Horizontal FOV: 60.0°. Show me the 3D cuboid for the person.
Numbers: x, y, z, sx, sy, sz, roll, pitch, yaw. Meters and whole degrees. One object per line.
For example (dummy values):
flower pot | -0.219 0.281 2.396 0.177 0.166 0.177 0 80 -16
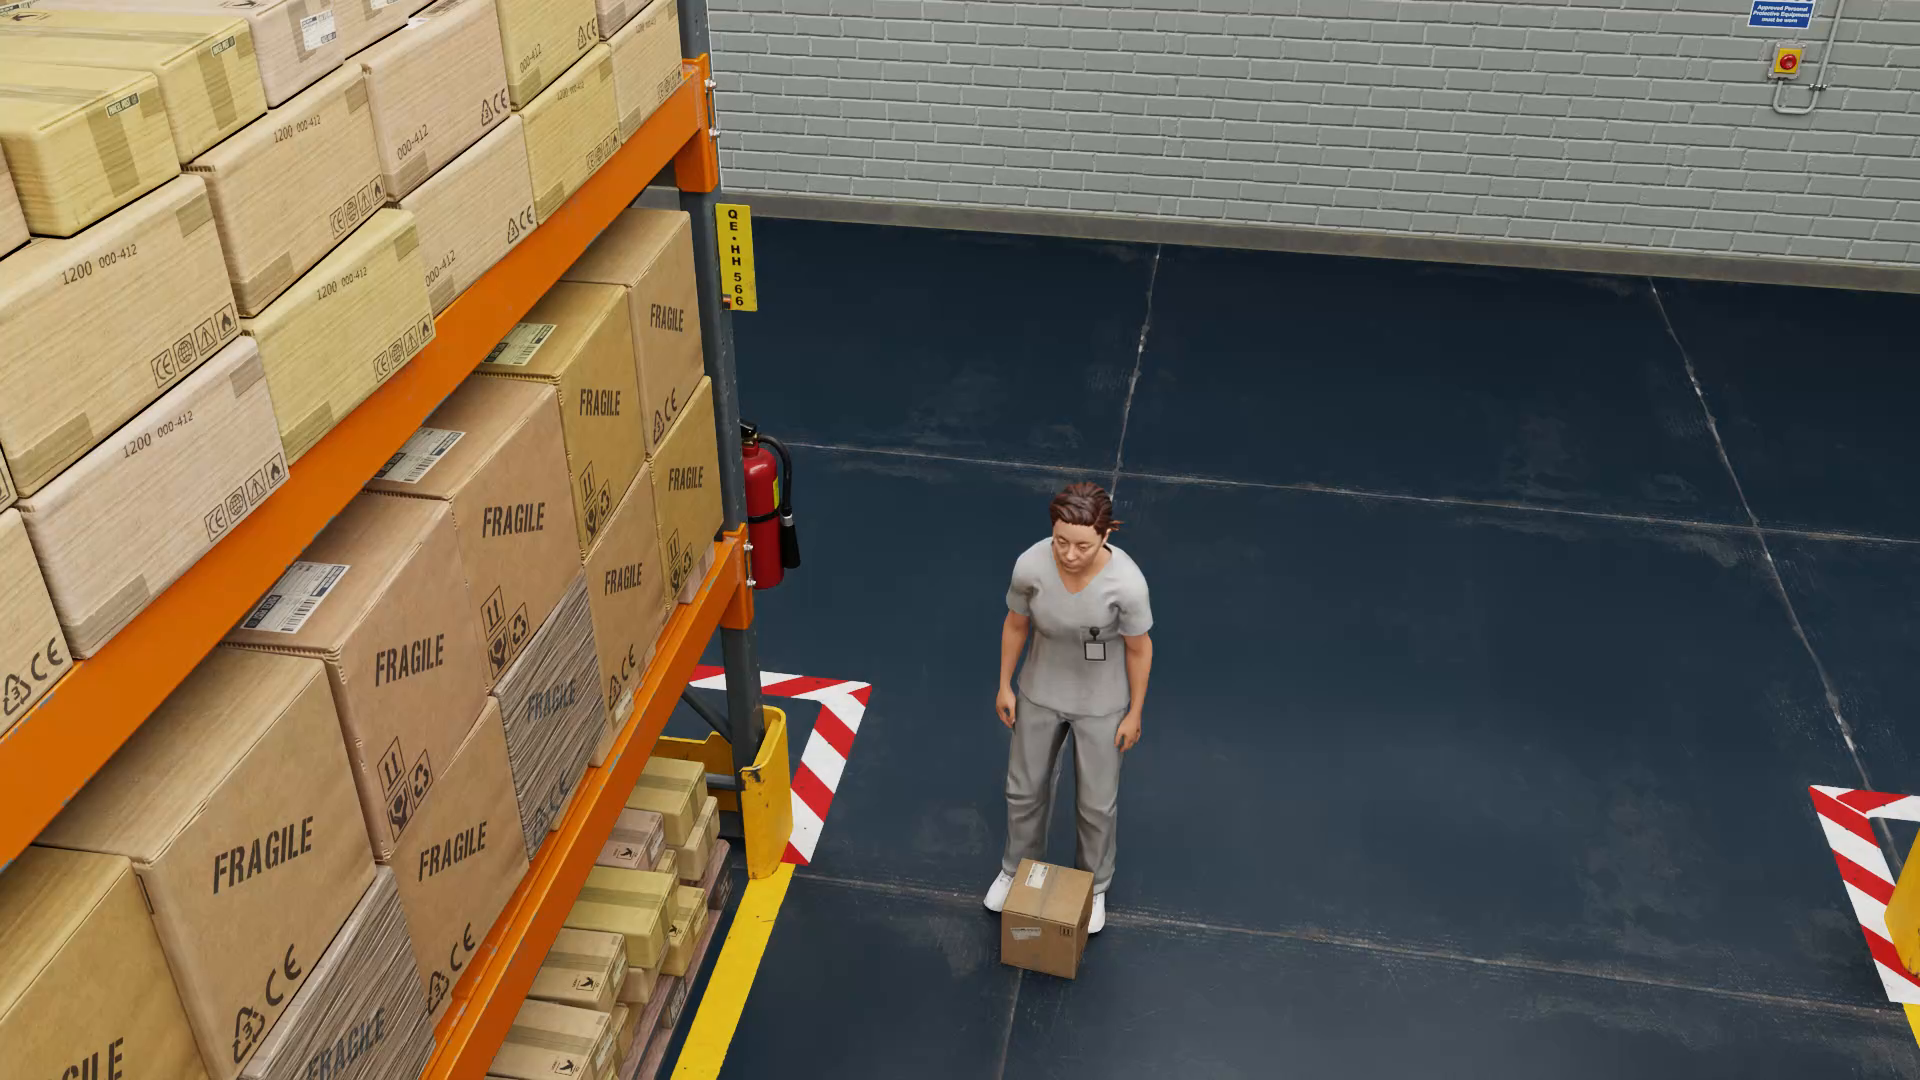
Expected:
person | 0.356 0.523 5.318 0.486 1.673 0.359 10 34 16
